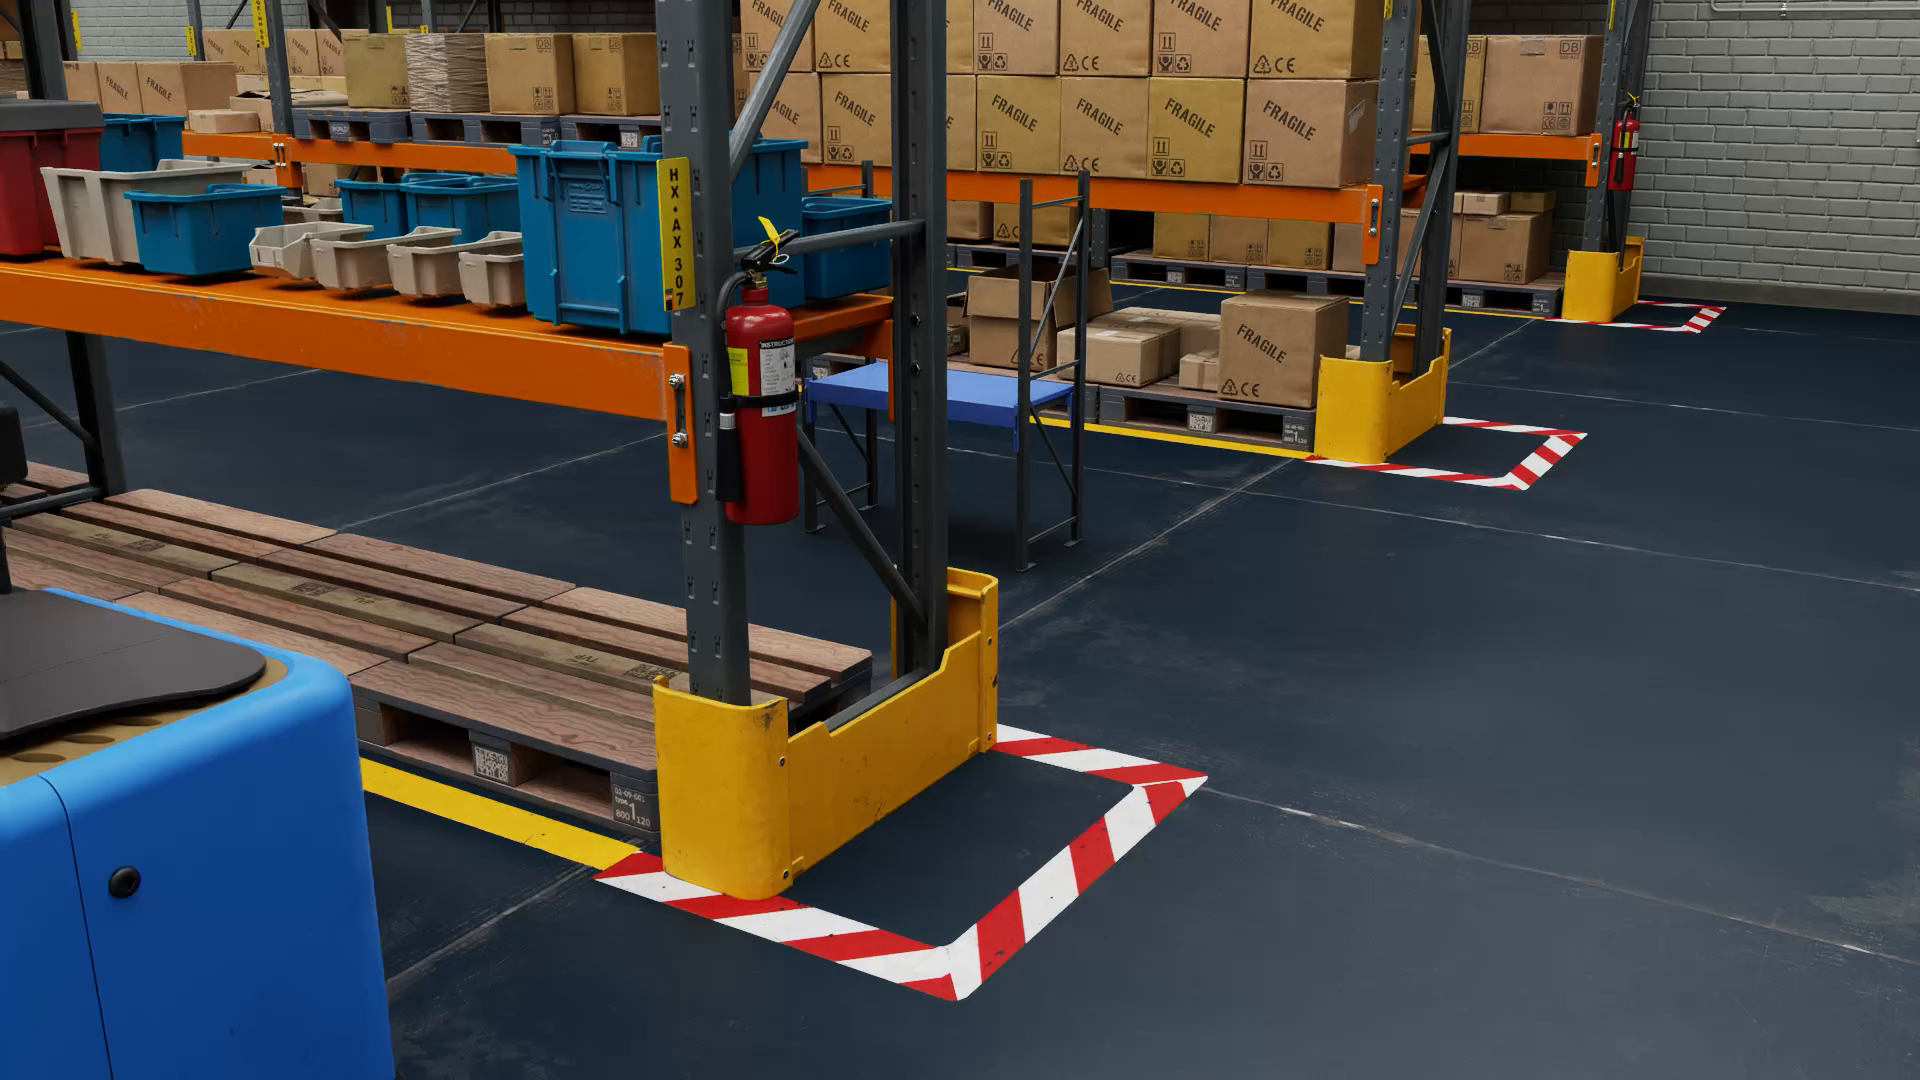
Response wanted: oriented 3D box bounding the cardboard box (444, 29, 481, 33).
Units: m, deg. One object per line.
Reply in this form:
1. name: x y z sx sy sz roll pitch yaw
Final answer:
1. cardboard box: -5.677 -5.427 18.519 0.500 0.500 0.500 10 19 29

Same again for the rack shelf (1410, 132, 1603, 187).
1. rack shelf: 3.135 -3.142 13.301 4.000 0.370 1.077 10 20 30

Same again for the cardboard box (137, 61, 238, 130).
1. cardboard box: -6.005 -3.470 12.972 0.500 0.500 0.500 9 19 27

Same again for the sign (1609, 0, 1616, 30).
1. sign: 4.543 -3.717 11.556 0.005 0.325 0.100 10 20 30

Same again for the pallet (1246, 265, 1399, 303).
1. pallet: 3.082 -2.135 13.548 1.213 0.211 1.003 10 20 30

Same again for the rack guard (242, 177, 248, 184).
1. rack guard: -8.730 -4.408 20.532 0.348 0.500 1.175 10 20 30

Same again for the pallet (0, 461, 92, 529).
1. pallet: -4.390 -0.130 6.946 1.213 0.211 1.003 10 20 30

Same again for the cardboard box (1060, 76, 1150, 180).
1. cardboard box: 0.860 -2.158 8.653 0.500 0.500 0.500 10 20 30

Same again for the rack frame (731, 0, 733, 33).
1. rack frame: -1.978 -4.399 16.201 0.127 3.000 1.000 10 20 30

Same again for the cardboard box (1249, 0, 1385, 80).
1. cardboard box: 1.727 -2.480 7.993 0.500 0.500 0.500 10 20 30

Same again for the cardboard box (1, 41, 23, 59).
1. cardboard box: -8.103 -4.227 14.346 0.250 0.149 0.380 10 20 30

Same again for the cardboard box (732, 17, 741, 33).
1. cardboard box: -2.287 -5.012 16.176 0.250 0.149 0.380 7 18 23

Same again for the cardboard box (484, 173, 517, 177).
1. cardboard box: -4.750 -3.914 18.148 0.500 0.500 0.700 11 20 32

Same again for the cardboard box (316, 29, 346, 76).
1. cardboard box: -6.803 -5.453 18.604 0.500 0.500 0.500 9 19 28

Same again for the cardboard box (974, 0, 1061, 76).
1. cardboard box: 0.414 -2.713 8.758 0.500 0.500 0.500 11 20 32

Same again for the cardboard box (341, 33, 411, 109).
1. cardboard box: -3.971 -3.352 11.861 0.500 0.500 0.700 4 17 12

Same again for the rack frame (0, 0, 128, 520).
1. rack frame: -3.754 -1.336 6.120 0.127 3.000 1.000 10 20 30

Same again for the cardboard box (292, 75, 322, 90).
1. cardboard box: -7.235 -5.168 18.959 0.500 0.250 0.500 10 20 31

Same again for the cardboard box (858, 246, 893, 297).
1. cardboard box: -0.525 -1.561 10.402 0.500 0.500 0.500 10 20 30

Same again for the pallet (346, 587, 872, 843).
1. pallet: -1.028 0.471 4.967 1.213 0.211 1.003 10 20 30

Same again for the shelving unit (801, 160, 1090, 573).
1. shelving unit: -0.073 -0.731 6.706 1.048 1.500 0.538 10 20 30

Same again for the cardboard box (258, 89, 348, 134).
1. cardboard box: -4.854 -3.195 12.390 0.500 0.311 0.500 12 20 33

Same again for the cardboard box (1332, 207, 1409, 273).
1. cardboard box: 3.335 -2.421 13.268 0.500 0.500 0.700 9 19 28

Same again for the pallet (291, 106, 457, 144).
1. pallet: -3.953 -2.994 11.905 1.003 0.211 1.213 10 20 30

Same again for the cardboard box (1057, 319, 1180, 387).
1. cardboard box: 0.864 -1.023 9.061 0.500 0.250 0.500 10 20 30

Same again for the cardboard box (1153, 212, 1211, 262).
1. cardboard box: 2.014 -2.656 14.042 0.500 0.500 0.700 10 20 31

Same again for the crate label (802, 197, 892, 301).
1. crate label: -0.384 -0.796 4.525 0.303 0.233 0.416 10 20 30

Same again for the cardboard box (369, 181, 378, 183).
1. cardboard box: -6.739 -4.102 19.371 0.250 0.149 0.380 8 19 26

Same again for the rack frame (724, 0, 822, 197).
1. rack frame: -1.159 -2.563 10.157 0.127 3.000 1.000 10 20 30

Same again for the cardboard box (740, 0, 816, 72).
1. cardboard box: -0.904 -2.948 9.532 0.500 0.500 0.500 11 20 31

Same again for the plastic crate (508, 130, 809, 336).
1. plastic crate: -0.729 -0.778 4.119 0.499 0.435 0.616 10 20 30

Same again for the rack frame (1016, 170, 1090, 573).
1. rack frame: 0.360 -0.653 6.451 0.032 1.500 0.500 10 20 30

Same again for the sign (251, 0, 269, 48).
1. sign: -4.855 -3.587 11.537 0.005 0.325 0.100 10 20 30

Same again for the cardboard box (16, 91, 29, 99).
1. cardboard box: -7.533 -3.644 13.974 0.500 0.250 0.500 12 20 33

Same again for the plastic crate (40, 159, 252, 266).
1. plastic crate: -2.549 -1.031 5.214 0.530 0.282 0.437 10 20 30

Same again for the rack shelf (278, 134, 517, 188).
1. rack shelf: -2.863 -2.523 11.263 4.000 0.370 1.077 10 20 30

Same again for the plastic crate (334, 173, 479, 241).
1. plastic crate: -1.761 -1.042 5.334 0.300 0.233 0.416 10 20 30

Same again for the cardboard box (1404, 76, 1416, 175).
1. cardboard box: 2.010 -2.135 8.576 0.500 0.500 0.500 11 20 31

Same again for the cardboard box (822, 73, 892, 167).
1. cardboard box: -0.429 -2.388 9.411 0.500 0.500 0.500 11 20 31

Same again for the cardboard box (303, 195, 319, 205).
1. cardboard box: -5.312 -2.555 13.175 0.500 0.311 0.500 10 19 29

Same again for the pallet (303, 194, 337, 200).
1. pallet: -7.021 -3.951 19.526 1.213 0.211 1.003 10 20 30

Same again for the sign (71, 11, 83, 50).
1. sign: -7.700 -4.432 14.453 0.005 0.325 0.100 10 20 30

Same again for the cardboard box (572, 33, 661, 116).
1. cardboard box: -2.064 -3.028 10.793 0.500 0.500 0.700 14 22 39

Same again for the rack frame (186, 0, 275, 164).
1. rack frame: -8.795 -5.615 20.207 0.127 3.000 1.000 10 20 30

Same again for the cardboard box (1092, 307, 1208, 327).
1. cardboard box: 1.083 -1.154 9.494 0.500 0.250 0.500 10 20 30

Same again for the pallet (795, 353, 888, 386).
1. pallet: -0.574 -1.124 10.217 1.213 0.211 1.003 10 20 30

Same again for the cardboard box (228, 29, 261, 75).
1. cardboard box: -8.129 -5.687 19.377 0.500 0.500 0.500 10 20 30

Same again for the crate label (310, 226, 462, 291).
1. crate label: -1.625 -0.794 4.684 0.243 0.136 0.396 10 20 30

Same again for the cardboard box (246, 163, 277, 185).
1. cardboard box: -8.252 -4.412 20.114 0.500 0.311 0.500 8 19 24

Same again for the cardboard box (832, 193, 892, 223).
1. cardboard box: -0.677 -3.292 15.533 0.750 0.750 0.750 10 20 30
